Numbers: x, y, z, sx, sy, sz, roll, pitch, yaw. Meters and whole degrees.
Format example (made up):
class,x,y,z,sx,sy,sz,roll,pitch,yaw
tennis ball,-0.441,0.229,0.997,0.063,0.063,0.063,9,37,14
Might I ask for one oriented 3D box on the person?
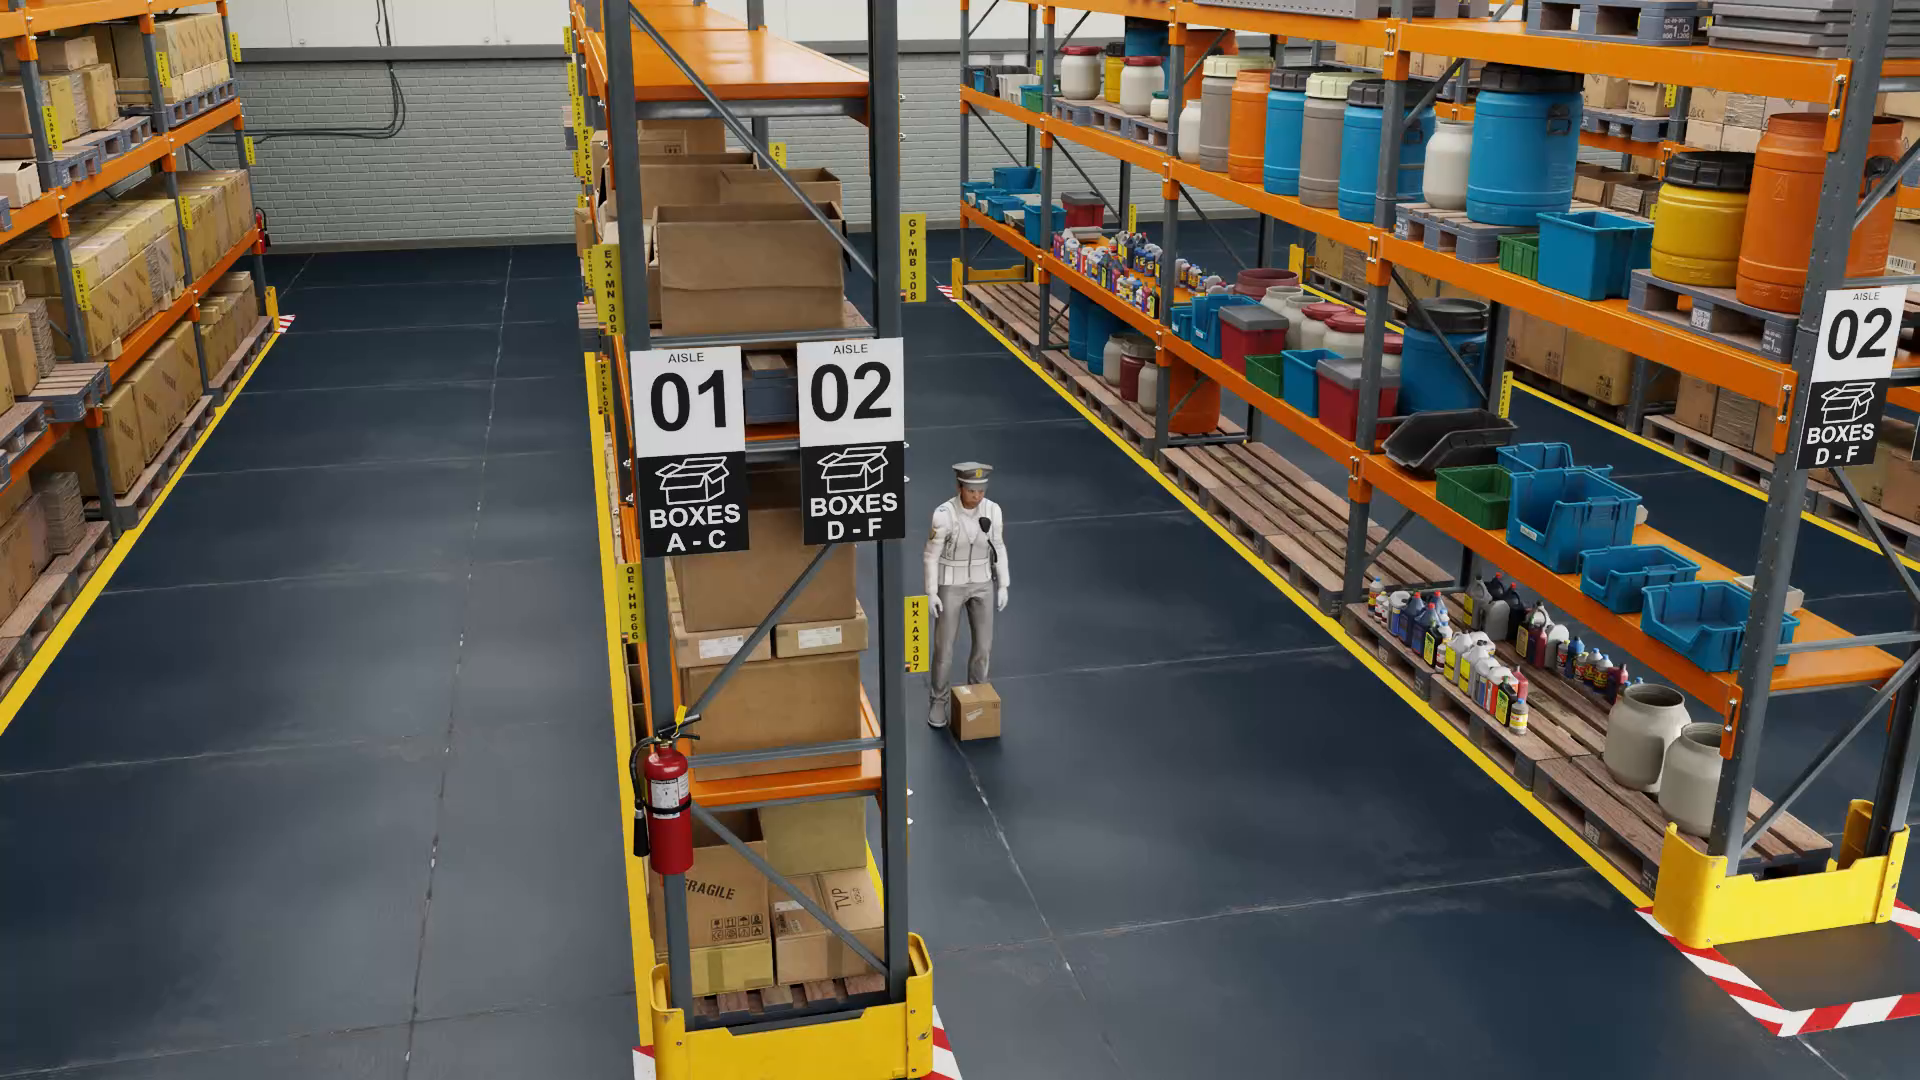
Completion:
class,x,y,z,sx,sy,sz,roll,pitch,yaw
person,0.046,0.316,10.182,0.545,1.666,0.407,-5,20,-15
